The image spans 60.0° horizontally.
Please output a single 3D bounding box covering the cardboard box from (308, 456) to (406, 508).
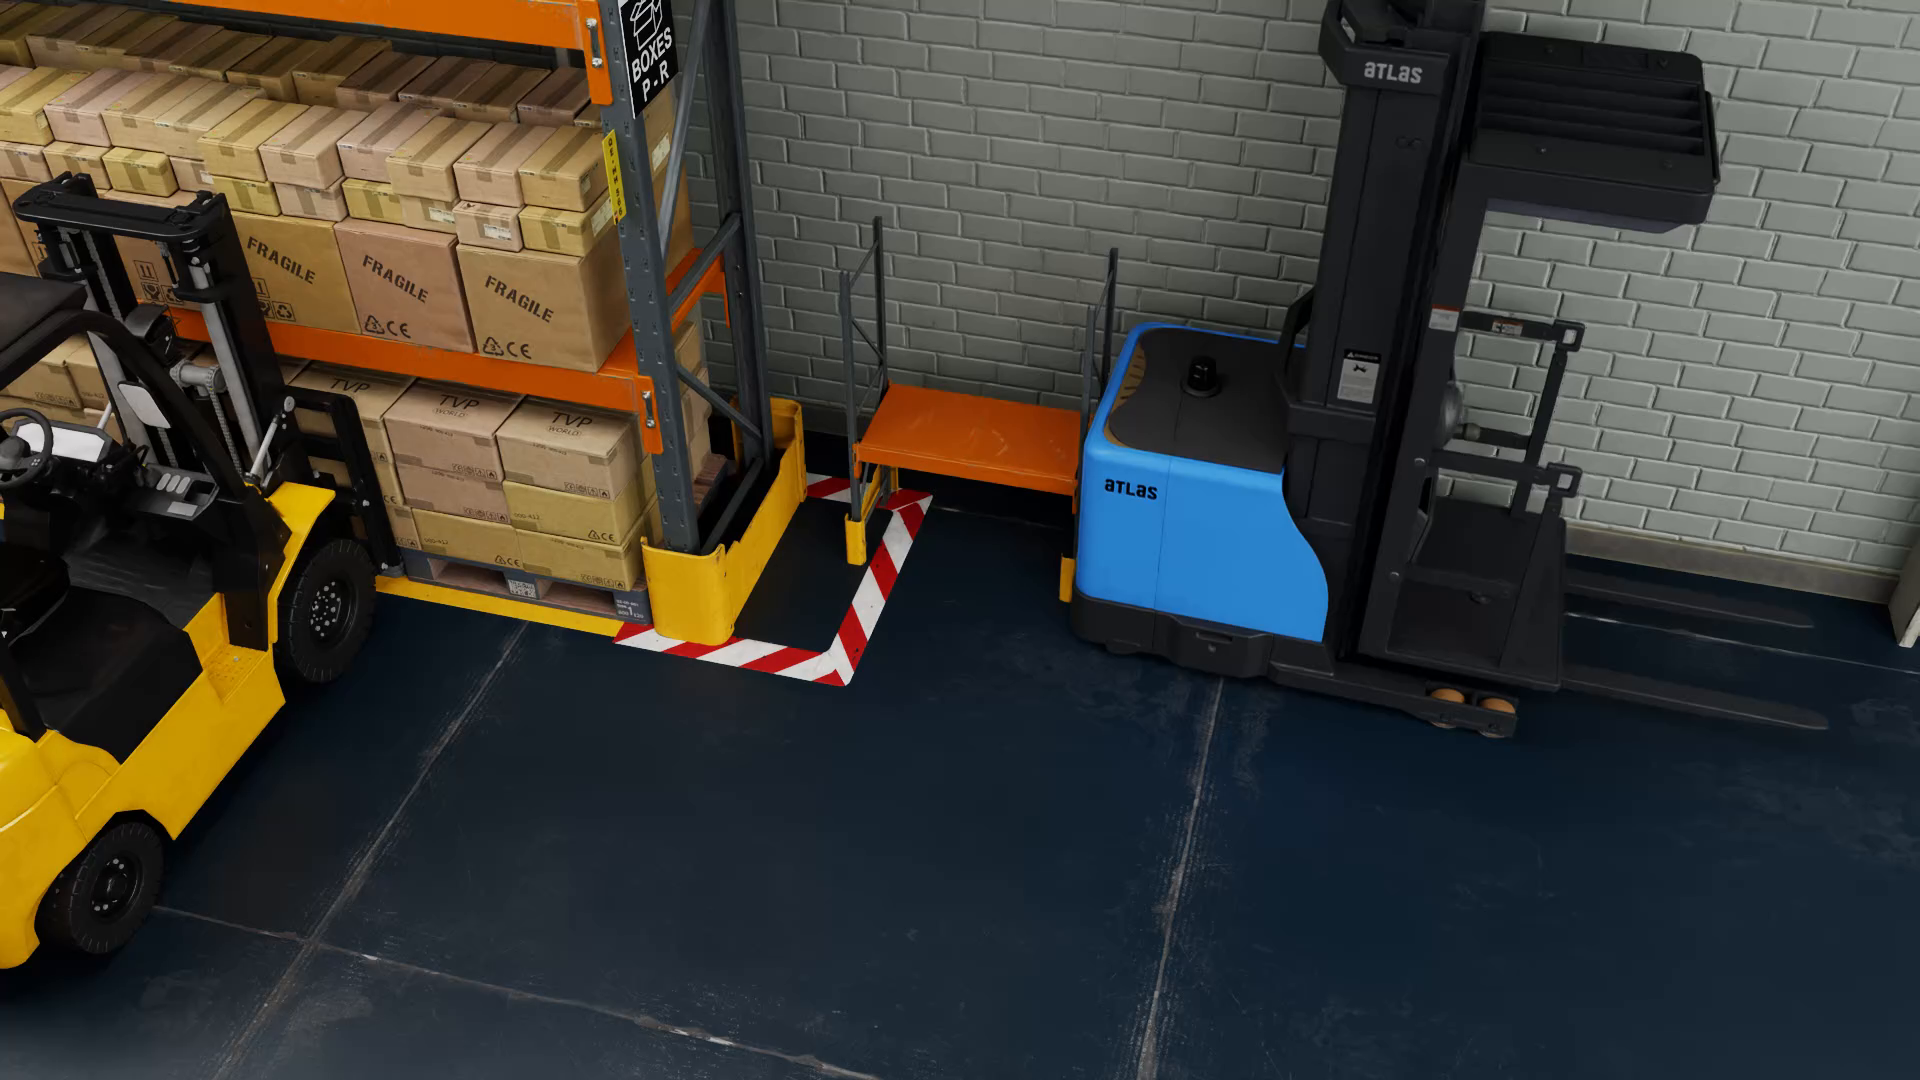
[{"bbox_3d":[-2.597,-0.425,7.346,0.500,0.250,0.500,9,41,10],"label":"cardboard box"}]

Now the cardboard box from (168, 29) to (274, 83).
[{"bbox_3d":[-3.073,-1.982,6.964,0.250,0.149,0.380,11,41,13],"label":"cardboard box"}]

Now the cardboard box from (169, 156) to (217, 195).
[{"bbox_3d":[-2.931,-1.542,6.671,0.250,0.149,0.380,10,41,11],"label":"cardboard box"}]

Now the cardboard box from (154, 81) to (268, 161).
[{"bbox_3d":[-2.944,-1.656,6.577,0.250,0.149,0.380,10,41,12],"label":"cardboard box"}]

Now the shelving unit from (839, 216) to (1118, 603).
[{"bbox_3d":[0.074,-0.562,7.253,1.083,1.500,0.587,10,41,11],"label":"shelving unit"}]

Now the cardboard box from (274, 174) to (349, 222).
[{"bbox_3d":[-2.464,-1.415,6.520,0.250,0.149,0.380,9,41,10],"label":"cardboard box"}]

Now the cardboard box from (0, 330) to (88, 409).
[{"bbox_3d":[-4.047,-0.865,7.482,0.500,0.250,0.500,10,41,11],"label":"cardboard box"}]

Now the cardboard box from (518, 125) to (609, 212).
[{"bbox_3d":[-1.461,-1.405,6.277,0.250,0.149,0.380,10,41,12],"label":"cardboard box"}]

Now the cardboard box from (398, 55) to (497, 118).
[{"bbox_3d":[-2.068,-1.815,6.765,0.250,0.149,0.380,10,41,12],"label":"cardboard box"}]

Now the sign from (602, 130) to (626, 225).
[{"bbox_3d":[-1.214,-1.275,5.851,0.005,0.325,0.100,10,41,11],"label":"sign"}]

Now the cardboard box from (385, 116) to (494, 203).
[{"bbox_3d":[-1.967,-1.453,6.335,0.250,0.149,0.380,11,41,12],"label":"cardboard box"}]

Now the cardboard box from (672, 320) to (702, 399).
[{"bbox_3d":[-1.476,-0.764,7.361,0.500,0.250,0.500,9,41,11],"label":"cardboard box"}]

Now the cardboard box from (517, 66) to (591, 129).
[{"bbox_3d":[-1.570,-1.748,6.686,0.250,0.149,0.380,11,41,13],"label":"cardboard box"}]

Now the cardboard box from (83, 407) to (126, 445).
[{"bbox_3d":[-3.567,-0.595,7.549,0.500,0.250,0.500,9,41,11],"label":"cardboard box"}]

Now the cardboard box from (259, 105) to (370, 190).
[{"bbox_3d":[-2.469,-1.515,6.409,0.250,0.149,0.380,11,41,13],"label":"cardboard box"}]

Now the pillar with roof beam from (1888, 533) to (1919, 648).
[{"bbox_3d":[3.183,-0.377,1.202,0.400,9.000,9.100,10,41,11],"label":"pillar with roof beam"}]

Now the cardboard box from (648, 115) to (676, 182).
[{"bbox_3d":[-1.321,-1.580,6.717,0.250,0.149,0.380,9,41,10],"label":"cardboard box"}]

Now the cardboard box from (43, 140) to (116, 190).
[{"bbox_3d":[-3.455,-1.580,6.717,0.250,0.149,0.380,9,41,10],"label":"cardboard box"}]

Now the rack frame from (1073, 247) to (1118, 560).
[{"bbox_3d":[0.574,-0.476,7.150,0.032,1.500,0.500,10,41,11],"label":"rack frame"}]

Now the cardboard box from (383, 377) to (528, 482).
[{"bbox_3d":[-2.081,-0.531,7.083,0.500,0.250,0.500,10,41,12],"label":"cardboard box"}]

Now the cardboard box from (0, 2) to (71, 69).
[{"bbox_3d":[-4.047,-2.173,7.192,0.250,0.149,0.380,9,41,11],"label":"cardboard box"}]

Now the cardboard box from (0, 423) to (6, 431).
[{"bbox_3d":[-4.537,-0.768,7.755,0.500,0.250,0.500,10,41,11],"label":"cardboard box"}]

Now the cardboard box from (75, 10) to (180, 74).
[{"bbox_3d":[-3.544,-2.115,7.122,0.250,0.149,0.380,9,41,11],"label":"cardboard box"}]

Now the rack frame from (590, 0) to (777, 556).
[{"bbox_3d":[-1.060,-1.076,6.699,0.127,3.000,1.000,10,41,11],"label":"rack frame"}]

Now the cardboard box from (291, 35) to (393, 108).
[{"bbox_3d":[-2.557,-1.948,6.924,0.250,0.149,0.380,9,41,10],"label":"cardboard box"}]

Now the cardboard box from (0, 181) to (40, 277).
[{"bbox_3d":[-4.056,-1.467,7.086,0.500,0.500,0.500,10,41,12],"label":"cardboard box"}]

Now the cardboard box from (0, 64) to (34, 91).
[{"bbox_3d":[-3.946,-1.773,6.716,0.250,0.149,0.380,11,41,12],"label":"cardboard box"}]

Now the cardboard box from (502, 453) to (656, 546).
[{"bbox_3d":[-1.611,-0.262,7.152,0.500,0.250,0.500,9,41,11],"label":"cardboard box"}]

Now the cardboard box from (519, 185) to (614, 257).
[{"bbox_3d":[-1.468,-1.246,6.319,0.250,0.149,0.380,10,41,12],"label":"cardboard box"}]

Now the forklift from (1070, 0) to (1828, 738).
[{"bbox_3d":[2.052,-0.697,6.301,3.031,2.935,1.130,11,41,13],"label":"forklift"}]

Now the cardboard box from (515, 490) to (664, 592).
[{"bbox_3d":[-1.596,-0.066,7.307,0.500,0.250,0.500,10,41,12],"label":"cardboard box"}]

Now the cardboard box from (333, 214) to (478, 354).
[{"bbox_3d":[-2.102,-1.125,6.679,0.500,0.500,0.500,11,41,13],"label":"cardboard box"}]

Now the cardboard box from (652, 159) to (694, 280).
[{"bbox_3d":[-1.467,-1.369,6.970,0.500,0.500,0.500,11,41,13],"label":"cardboard box"}]

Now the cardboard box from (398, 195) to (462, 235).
[{"bbox_3d":[-1.957,-1.351,6.445,0.250,0.149,0.380,10,41,12],"label":"cardboard box"}]

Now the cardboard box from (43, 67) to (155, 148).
[{"bbox_3d":[-3.428,-1.739,6.675,0.250,0.149,0.380,10,41,11],"label":"cardboard box"}]

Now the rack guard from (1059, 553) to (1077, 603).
[{"bbox_3d":[0.555,0.000,7.556,0.087,0.250,0.587,10,41,11],"label":"rack guard"}]

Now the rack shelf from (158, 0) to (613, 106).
[{"bbox_3d":[-2.992,-2.282,6.361,4.000,0.370,1.077,10,41,11],"label":"rack shelf"}]

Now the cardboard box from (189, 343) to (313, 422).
[{"bbox_3d":[-3.058,-0.697,7.282,0.500,0.250,0.500,9,41,11],"label":"cardboard box"}]

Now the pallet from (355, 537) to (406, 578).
[{"bbox_3d":[-2.985,-0.313,7.959,1.213,0.211,1.003,10,41,11],"label":"pallet"}]

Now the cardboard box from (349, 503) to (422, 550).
[{"bbox_3d":[-2.555,-0.243,7.518,0.500,0.250,0.500,10,41,12],"label":"cardboard box"}]

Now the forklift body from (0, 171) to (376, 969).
[{"bbox_3d":[-3.364,0.067,5.997,1.214,2.155,2.313,10,41,11],"label":"forklift body"}]

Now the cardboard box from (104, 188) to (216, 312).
[{"bbox_3d":[-3.086,-1.287,6.872,0.500,0.500,0.500,10,41,12],"label":"cardboard box"}]
